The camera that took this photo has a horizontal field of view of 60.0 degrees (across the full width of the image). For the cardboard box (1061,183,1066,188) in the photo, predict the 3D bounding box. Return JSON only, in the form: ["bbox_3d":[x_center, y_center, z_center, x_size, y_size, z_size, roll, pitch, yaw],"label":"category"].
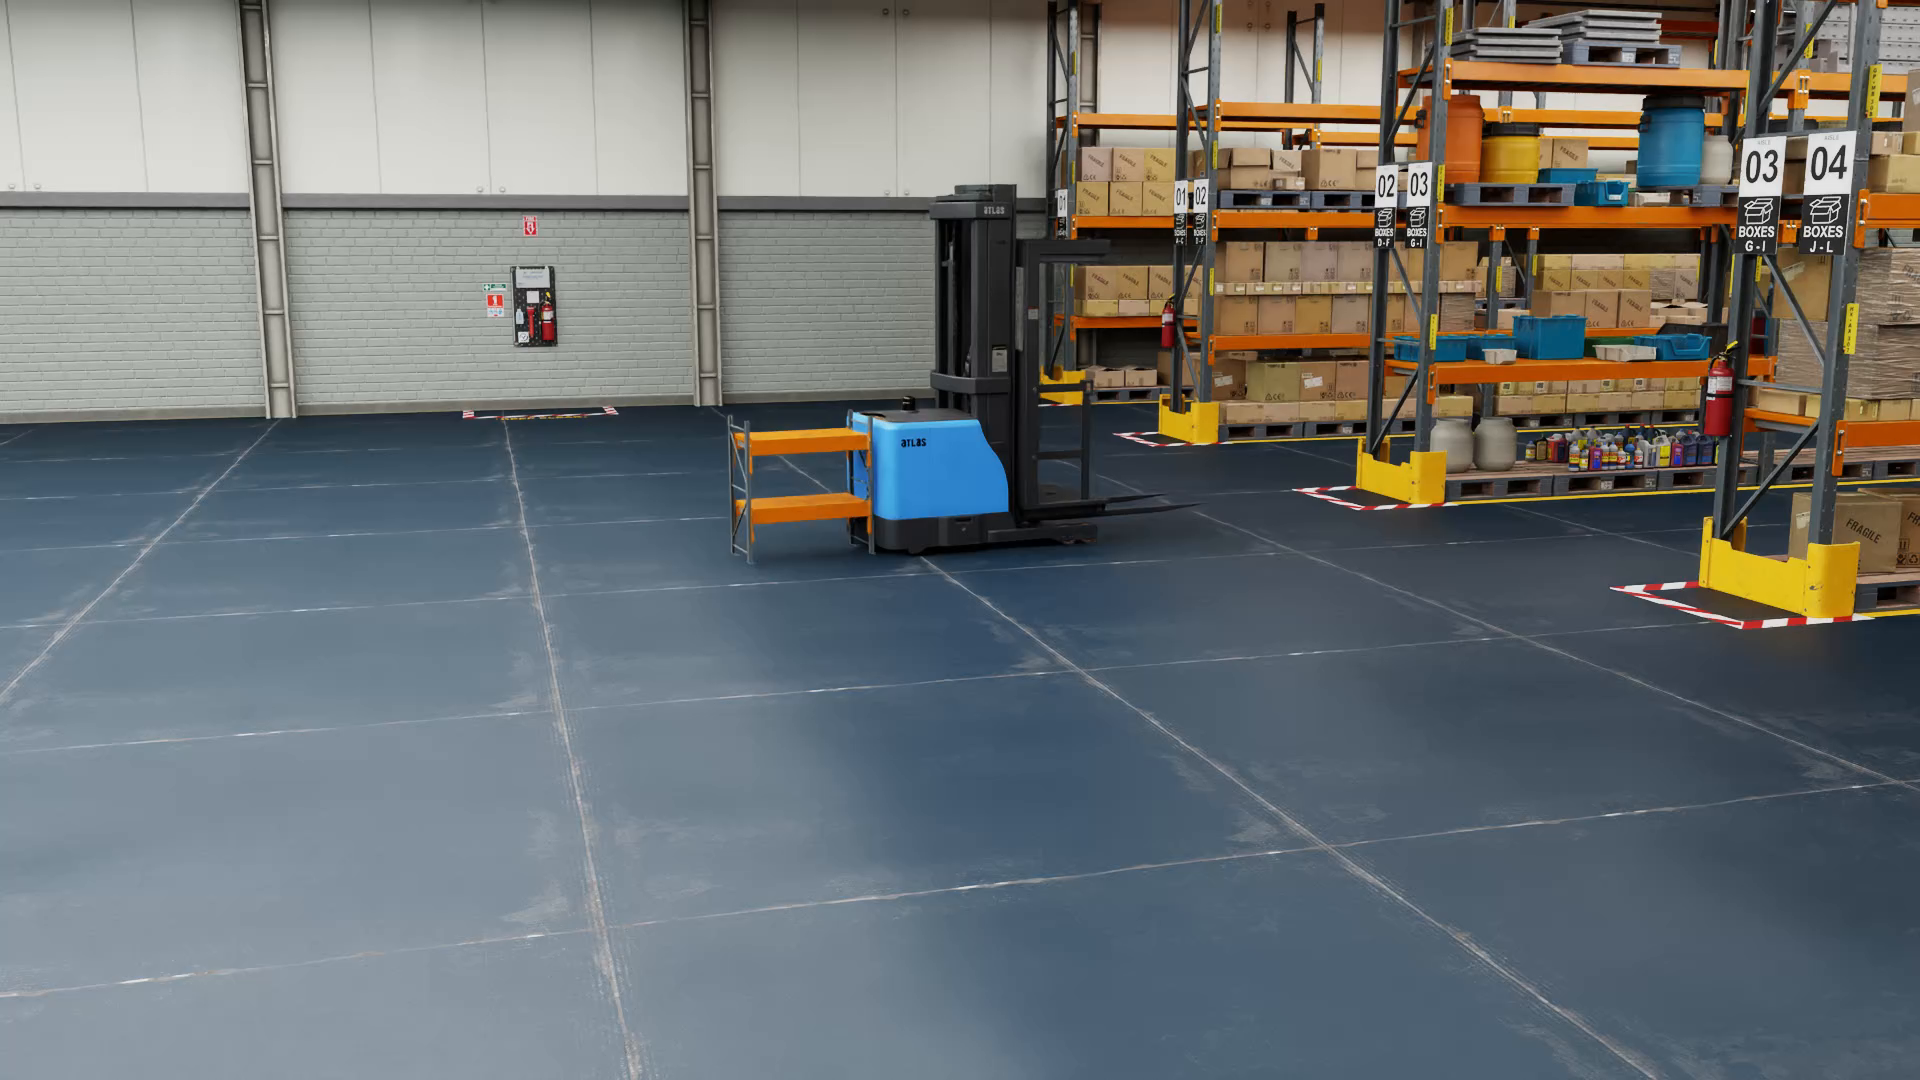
[{"bbox_3d":[1.852,-5.234,25.575,0.500,0.500,0.500,-2,11,-12],"label":"cardboard box"}]

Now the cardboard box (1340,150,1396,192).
[{"bbox_3d":[5.134,-4.716,21.261,0.637,0.503,0.797,-2,11,-10],"label":"cardboard box"}]

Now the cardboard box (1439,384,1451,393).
[{"bbox_3d":[6.218,-2.230,22.237,0.500,0.500,0.500,-3,11,-16],"label":"cardboard box"}]

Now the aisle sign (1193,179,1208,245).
[{"bbox_3d":[2.933,-3.995,20.284,0.004,0.787,0.394,-3,11,-16],"label":"aisle sign"}]

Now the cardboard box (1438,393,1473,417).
[{"bbox_3d":[6.366,-1.769,21.803,0.500,0.250,0.500,-3,11,-16],"label":"cardboard box"}]

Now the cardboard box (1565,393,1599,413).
[{"bbox_3d":[8.195,-1.860,22.298,0.500,0.250,0.500,-3,11,-18],"label":"cardboard box"}]

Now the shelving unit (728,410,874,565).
[{"bbox_3d":[-1.270,-0.438,13.318,1.048,1.125,0.538,-5,11,-24],"label":"shelving unit"}]

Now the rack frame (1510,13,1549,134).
[{"bbox_3d":[9.203,-6.990,27.159,0.127,3.000,1.000,-3,11,-16],"label":"rack frame"}]

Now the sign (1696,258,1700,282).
[{"bbox_3d":[10.430,-3.803,23.438,0.005,0.325,0.100,-3,11,-16],"label":"sign"}]

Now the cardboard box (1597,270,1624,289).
[{"bbox_3d":[10.723,-4.274,27.827,0.500,0.500,0.500,-3,11,-16],"label":"cardboard box"}]

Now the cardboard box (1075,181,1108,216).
[{"bbox_3d":[1.913,-5.142,25.077,0.500,0.500,0.500,-3,11,-14],"label":"cardboard box"}]

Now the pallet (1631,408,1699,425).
[{"bbox_3d":[9.790,-1.772,23.089,1.213,0.211,1.003,-3,11,-16],"label":"pallet"}]

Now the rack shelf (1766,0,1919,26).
[{"bbox_3d":[7.596,-3.747,11.543,4.000,0.370,1.077,-3,11,-16],"label":"rack shelf"}]

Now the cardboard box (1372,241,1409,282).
[{"bbox_3d":[5.360,-3.588,21.395,0.500,0.500,0.700,-3,11,-16],"label":"cardboard box"}]

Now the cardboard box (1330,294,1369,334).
[{"bbox_3d":[4.847,-2.923,21.362,0.500,0.500,0.700,-3,11,-14],"label":"cardboard box"}]

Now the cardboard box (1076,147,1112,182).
[{"bbox_3d":[1.960,-5.638,25.007,0.500,0.500,0.500,-4,11,-20],"label":"cardboard box"}]

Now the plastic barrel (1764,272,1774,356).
[{"bbox_3d":[8.587,-2.328,17.022,0.708,0.901,0.600,-3,11,-16],"label":"plastic barrel"}]

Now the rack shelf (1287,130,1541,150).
[{"bbox_3d":[7.283,-6.338,26.711,4.000,0.370,1.077,-3,11,-16],"label":"rack shelf"}]

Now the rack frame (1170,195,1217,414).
[{"bbox_3d":[2.910,-2.773,20.827,0.127,3.000,1.000,-3,11,-16],"label":"rack frame"}]

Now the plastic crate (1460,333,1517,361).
[{"bbox_3d":[5.313,-1.948,16.755,0.408,0.251,0.499,-3,11,-16],"label":"plastic crate"}]

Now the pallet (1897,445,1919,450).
[{"bbox_3d":[11.217,-0.913,18.423,1.213,0.211,1.003,-3,11,-16],"label":"pallet"}]

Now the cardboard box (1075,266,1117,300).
[{"bbox_3d":[2.064,-3.911,25.294,0.500,0.500,0.500,-3,11,-16],"label":"cardboard box"}]

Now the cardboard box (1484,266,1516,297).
[{"bbox_3d":[8.755,-4.279,27.515,0.500,0.500,0.700,-4,11,-23],"label":"cardboard box"}]

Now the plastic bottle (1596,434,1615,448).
[{"bbox_3d":[6.717,-0.967,17.323,0.135,0.276,0.152,-3,11,-16],"label":"plastic bottle"}]

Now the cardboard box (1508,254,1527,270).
[{"bbox_3d":[9.566,-4.681,27.966,0.500,0.250,0.500,-3,11,-14],"label":"cardboard box"}]

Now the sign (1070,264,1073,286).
[{"bbox_3d":[1.674,-3.966,24.913,0.005,0.325,0.100,-3,11,-16],"label":"sign"}]

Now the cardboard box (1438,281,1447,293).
[{"bbox_3d":[6.061,-3.267,21.441,0.250,0.149,0.380,-3,11,-18],"label":"cardboard box"}]

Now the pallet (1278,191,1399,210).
[{"bbox_3d":[4.770,-4.299,21.072,1.213,0.211,1.003,-3,11,-16],"label":"pallet"}]

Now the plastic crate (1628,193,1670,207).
[{"bbox_3d":[6.703,-3.309,16.177,0.396,0.136,0.243,-3,11,-16],"label":"plastic crate"}]

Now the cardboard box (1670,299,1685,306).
[{"bbox_3d":[12.064,-4.016,28.214,0.250,0.149,0.380,-3,11,-16],"label":"cardboard box"}]

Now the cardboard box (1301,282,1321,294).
[{"bbox_3d":[4.338,-3.177,20.949,0.250,0.149,0.380,-3,11,-18],"label":"cardboard box"}]

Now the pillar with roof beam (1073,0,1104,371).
[{"bbox_3d":[3.155,-6.022,21.904,0.548,9.000,9.100,-3,11,-16],"label":"pillar with roof beam"}]

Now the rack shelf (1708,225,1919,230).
[{"bbox_3d":[12.511,-4.401,23.369,4.000,0.370,1.077,-3,11,-16],"label":"rack shelf"}]

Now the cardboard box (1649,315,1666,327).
[{"bbox_3d":[9.382,-2.980,22.645,0.250,0.149,0.380,-2,11,-12],"label":"cardboard box"}]

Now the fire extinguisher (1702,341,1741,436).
[{"bbox_3d":[5.437,-1.087,11.882,0.183,0.674,0.296,-3,11,-16],"label":"fire extinguisher"}]

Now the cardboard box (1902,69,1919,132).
[{"bbox_3d":[7.093,-3.090,11.783,0.500,0.500,0.500,-3,11,-16],"label":"cardboard box"}]

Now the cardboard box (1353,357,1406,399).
[{"bbox_3d":[5.404,-2.088,21.468,0.500,0.500,0.500,-3,11,-16],"label":"cardboard box"}]

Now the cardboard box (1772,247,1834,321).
[{"bbox_3d":[6.134,-1.809,11.729,0.500,0.500,0.500,-3,11,-16],"label":"cardboard box"}]

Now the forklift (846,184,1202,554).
[{"bbox_3d":[0.602,-1.485,14.016,3.031,2.935,1.130,-5,11,-24],"label":"forklift"}]

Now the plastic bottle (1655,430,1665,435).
[{"bbox_3d":[7.400,-1.030,17.666,0.135,0.276,0.152,-3,11,-14],"label":"plastic bottle"}]

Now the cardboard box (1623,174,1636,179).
[{"bbox_3d":[11.153,-5.903,28.052,0.500,0.500,0.700,-3,11,-16],"label":"cardboard box"}]

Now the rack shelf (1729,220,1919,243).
[{"bbox_3d":[10.052,-3.337,17.591,4.000,0.370,1.077,-3,11,-16],"label":"rack shelf"}]

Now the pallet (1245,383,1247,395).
[{"bbox_3d":[4.727,-2.425,26.637,1.213,0.211,1.003,-3,11,-16],"label":"pallet"}]

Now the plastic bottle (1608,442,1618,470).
[{"bbox_3d":[6.544,-0.847,16.681,0.097,0.271,0.097,0,10,0],"label":"plastic bottle"}]

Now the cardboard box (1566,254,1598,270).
[{"bbox_3d":[10.227,-4.619,27.626,0.500,0.250,0.500,-3,11,-17],"label":"cardboard box"}]

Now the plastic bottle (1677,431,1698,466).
[{"bbox_3d":[7.409,-0.936,16.946,0.185,0.351,0.144,-4,11,-19],"label":"plastic bottle"}]

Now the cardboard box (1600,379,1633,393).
[{"bbox_3d":[8.693,-2.161,22.388,0.500,0.311,0.500,-3,11,-14],"label":"cardboard box"}]

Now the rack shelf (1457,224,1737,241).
[{"bbox_3d":[8.671,-4.198,22.269,4.000,0.370,1.077,-3,11,-16],"label":"rack shelf"}]

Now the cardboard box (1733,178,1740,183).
[{"bbox_3d":[11.001,-4.731,22.897,0.500,0.500,0.910,-3,11,-16],"label":"cardboard box"}]

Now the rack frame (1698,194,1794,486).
[{"bbox_3d":[8.131,-2.115,17.248,0.127,3.000,1.000,-3,11,-16],"label":"rack frame"}]

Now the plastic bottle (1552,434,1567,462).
[{"bbox_3d":[6.212,-0.951,17.216,0.133,0.283,0.061,-3,11,-16],"label":"plastic bottle"}]

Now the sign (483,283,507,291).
[{"bbox_3d":[-6.745,-3.665,24.107,0.331,0.109,0.001,-3,11,-16],"label":"sign"}]

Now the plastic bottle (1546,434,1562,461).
[{"bbox_3d":[6.181,-0.966,17.317,0.135,0.276,0.152,-3,11,-16],"label":"plastic bottle"}]
